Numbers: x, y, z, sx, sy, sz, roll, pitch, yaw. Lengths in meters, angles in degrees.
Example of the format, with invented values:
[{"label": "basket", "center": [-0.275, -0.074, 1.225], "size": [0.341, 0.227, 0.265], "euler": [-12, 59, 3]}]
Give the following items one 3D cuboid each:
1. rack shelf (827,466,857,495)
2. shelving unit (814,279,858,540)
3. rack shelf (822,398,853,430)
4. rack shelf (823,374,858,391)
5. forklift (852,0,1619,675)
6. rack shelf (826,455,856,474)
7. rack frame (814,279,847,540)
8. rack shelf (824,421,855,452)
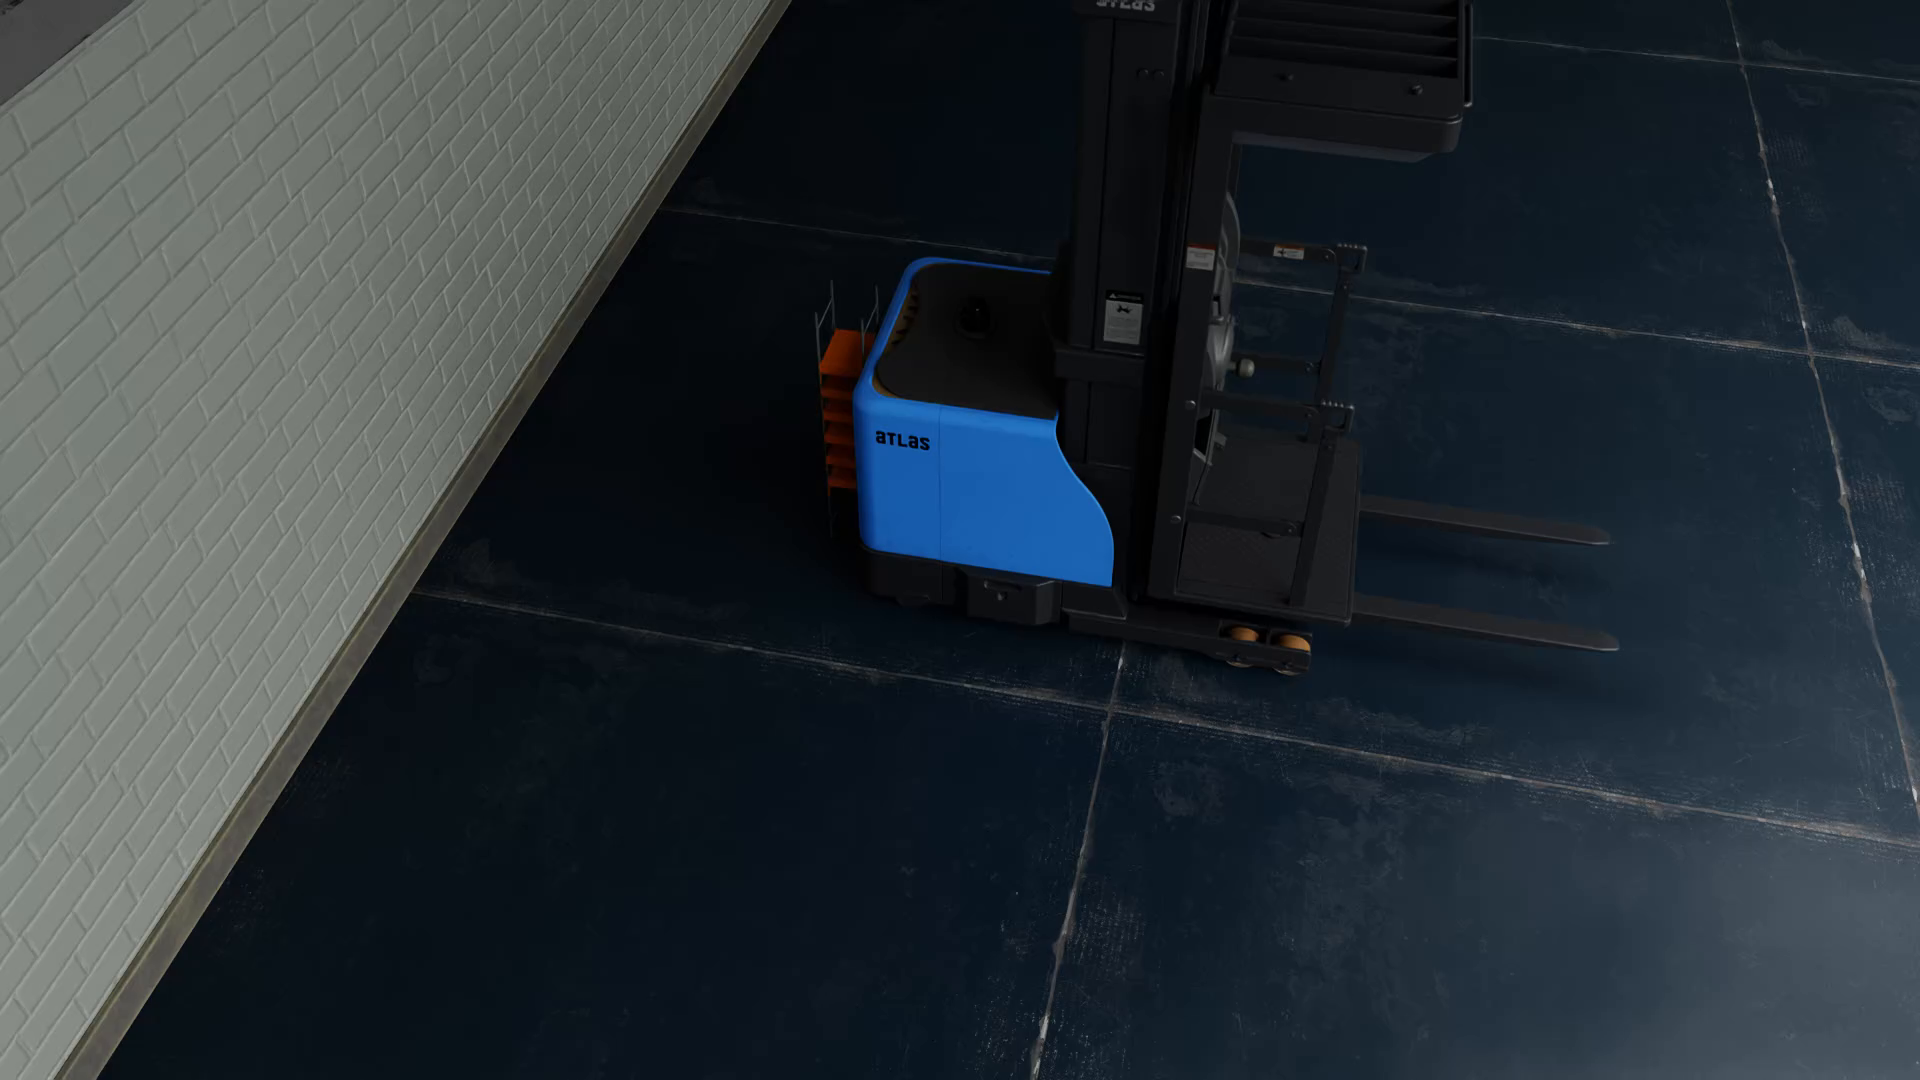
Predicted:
[{"label": "rack shelf", "center": [-0.441, -0.295, 7.062], "size": [0.180, 0.103, 0.258], "euler": [9, 45, 9]}, {"label": "shelving unit", "center": [-0.443, -0.500, 6.865], "size": [0.184, 1.200, 0.258], "euler": [9, 45, 9]}, {"label": "rack shelf", "center": [-0.441, -0.555, 6.812], "size": [0.180, 0.103, 0.258], "euler": [9, 45, 9]}, {"label": "rack shelf", "center": [-0.441, -0.661, 6.710], "size": [0.171, 0.034, 0.221], "euler": [9, 45, 9]}, {"label": "forklift", "center": [1.149, -0.875, 6.102], "size": [3.031, 2.797, 1.129], "euler": [9, 45, 9]}, {"label": "rack shelf", "center": [-0.441, -0.382, 6.979], "size": [0.180, 0.103, 0.258], "euler": [9, 45, 9]}, {"label": "rack frame", "center": [-0.530, -0.514, 6.879], "size": [0.006, 1.200, 0.240], "euler": [9, 45, 9]}, {"label": "rack shelf", "center": [-0.441, -0.468, 6.895], "size": [0.180, 0.103, 0.258], "euler": [9, 45, 9]}]
